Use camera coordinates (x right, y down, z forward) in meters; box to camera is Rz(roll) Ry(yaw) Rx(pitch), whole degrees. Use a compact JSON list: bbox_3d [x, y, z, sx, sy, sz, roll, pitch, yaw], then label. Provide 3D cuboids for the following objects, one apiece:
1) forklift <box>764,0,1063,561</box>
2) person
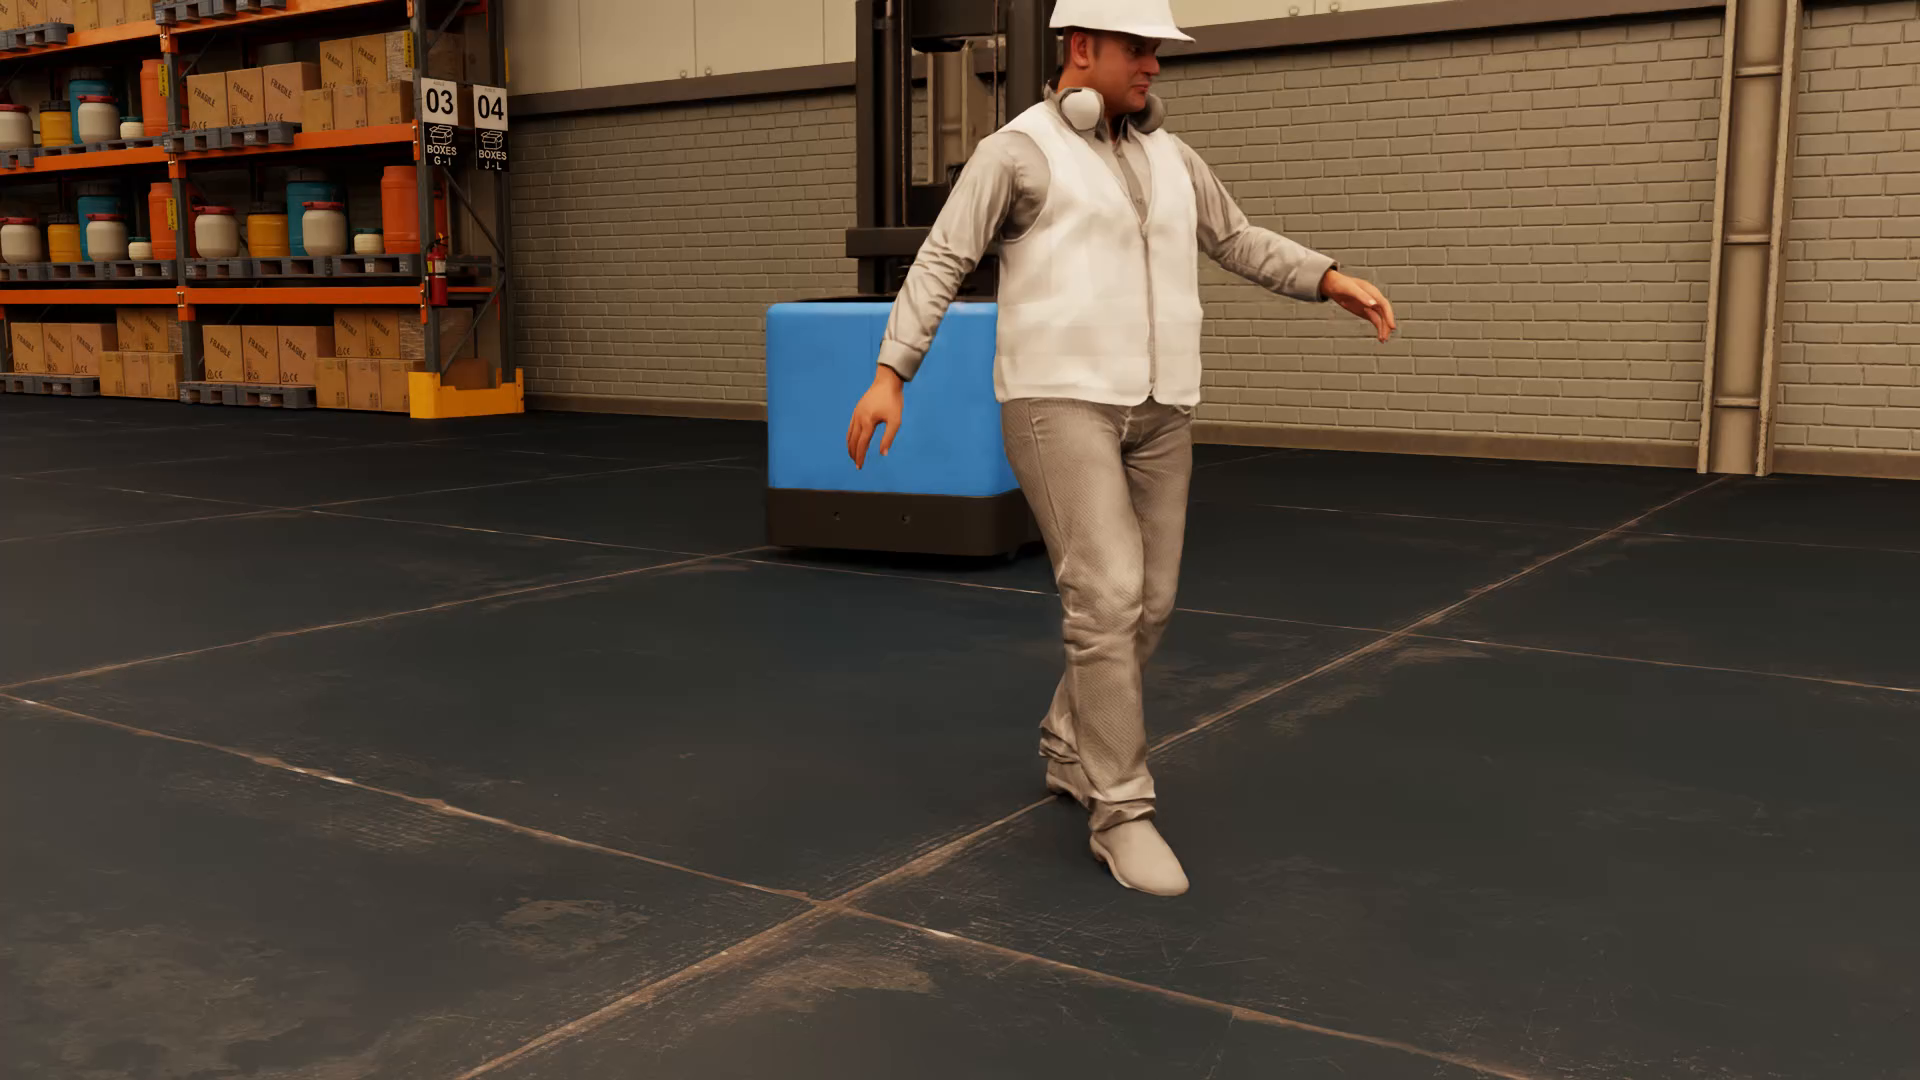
[{"bbox_3d":[0.168,-1.536,7.993,1.130,2.935,3.031,3,9,20],"label":"forklift"},{"bbox_3d":[0.298,-0.255,3.272,0.967,1.758,0.721,-5,10,-33],"label":"person"}]
